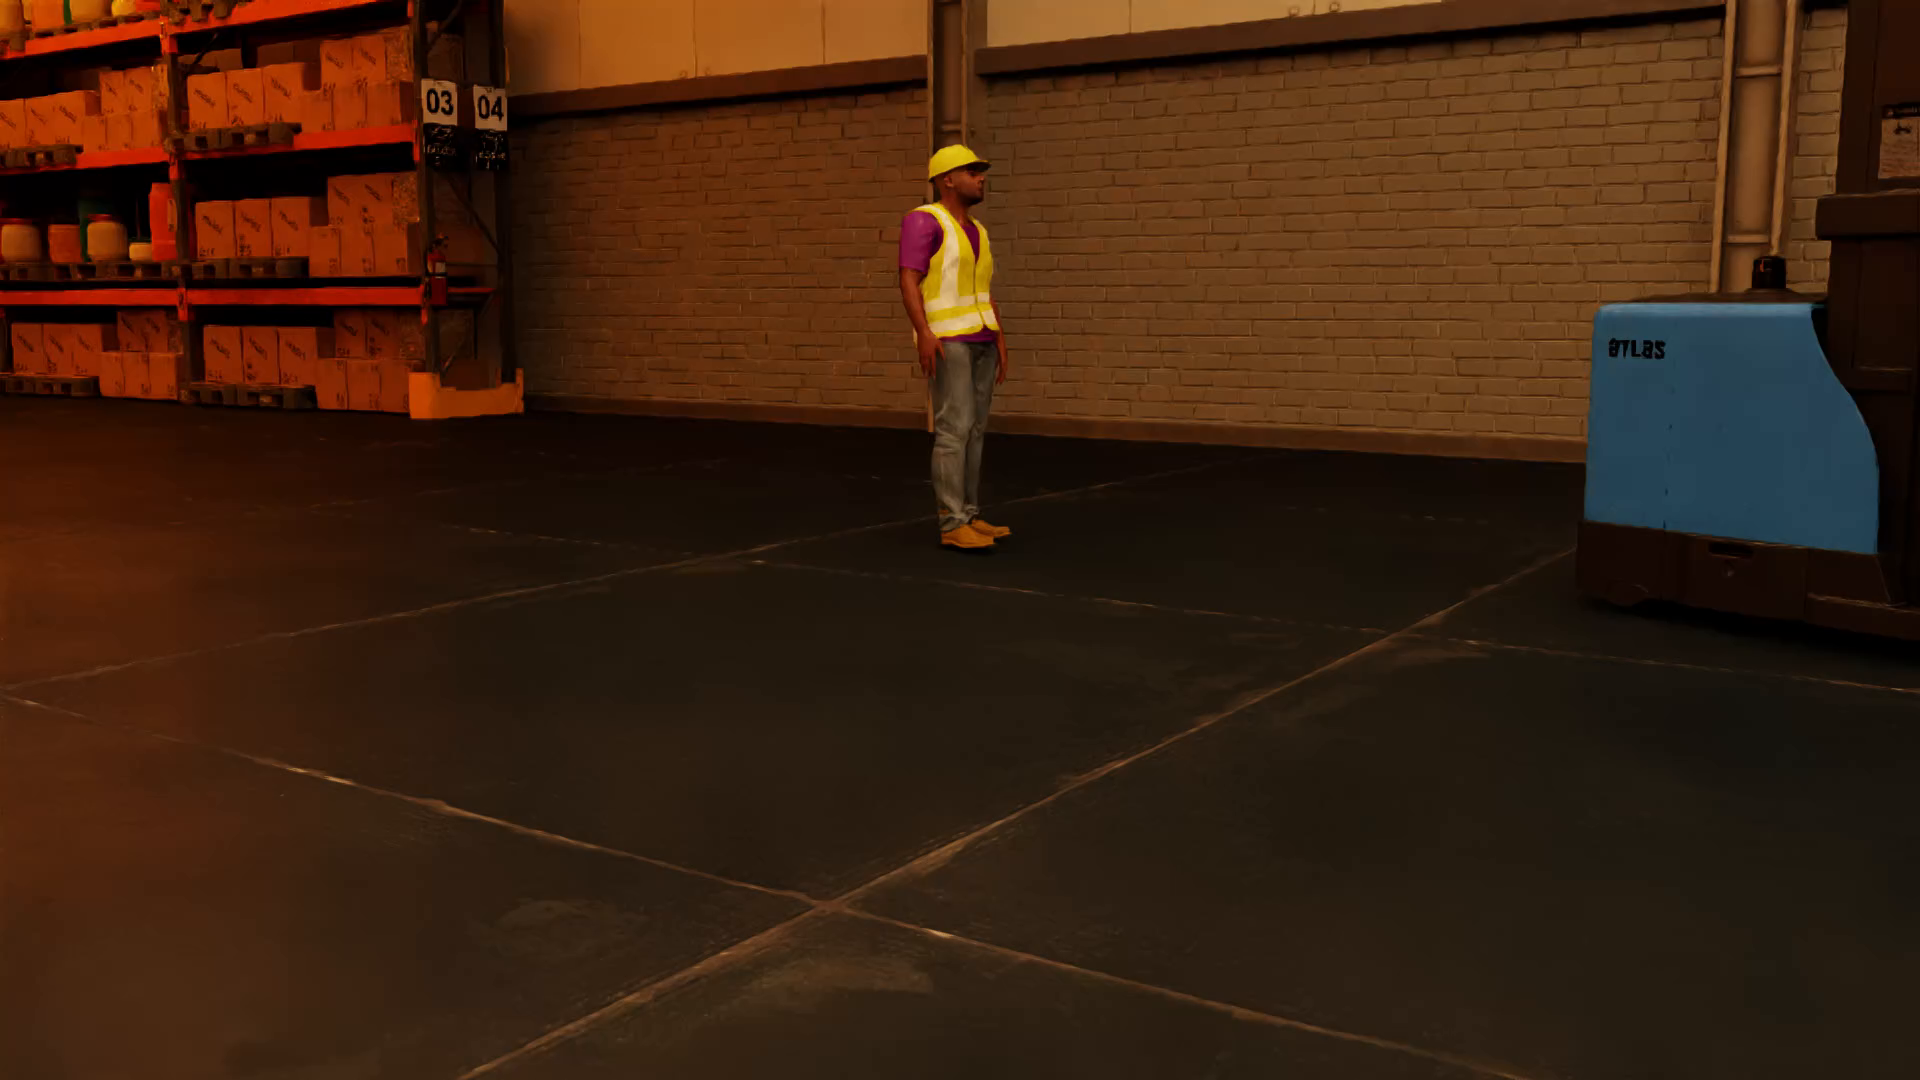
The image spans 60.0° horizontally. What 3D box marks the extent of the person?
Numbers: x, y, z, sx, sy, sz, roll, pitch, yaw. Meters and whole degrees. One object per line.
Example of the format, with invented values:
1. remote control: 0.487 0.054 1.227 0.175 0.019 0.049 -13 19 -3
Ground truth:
1. person: 0.055 -0.875 7.435 0.575 1.766 0.665 5 10 34

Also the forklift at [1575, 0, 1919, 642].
1. forklift: 3.474 -1.090 4.855 1.130 2.935 3.031 -6 10 -36
